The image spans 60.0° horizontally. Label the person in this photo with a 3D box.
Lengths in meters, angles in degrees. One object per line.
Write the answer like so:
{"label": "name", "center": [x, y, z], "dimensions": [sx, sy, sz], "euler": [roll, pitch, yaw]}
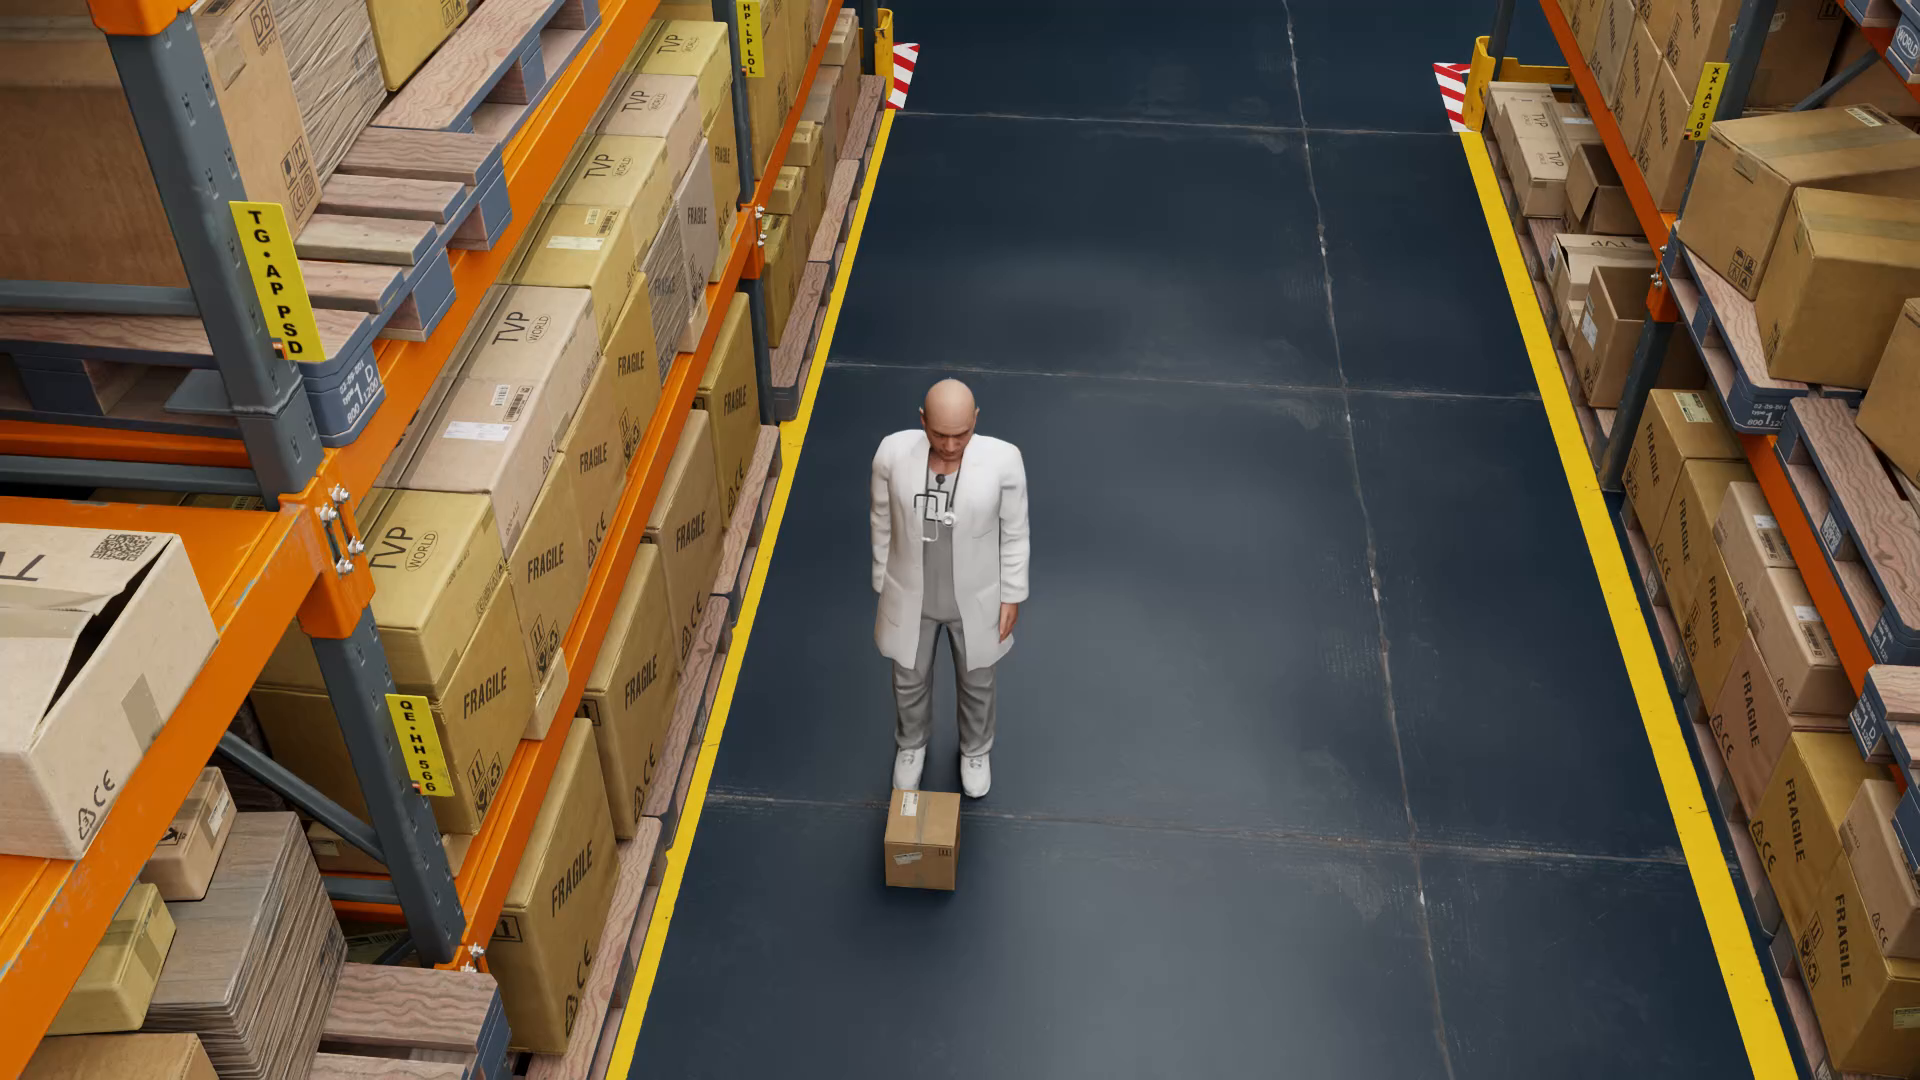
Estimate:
{"label": "person", "center": [-0.039, 0.196, 5.937], "dimensions": [0.566, 1.777, 0.383], "euler": [4, 40, 5]}
